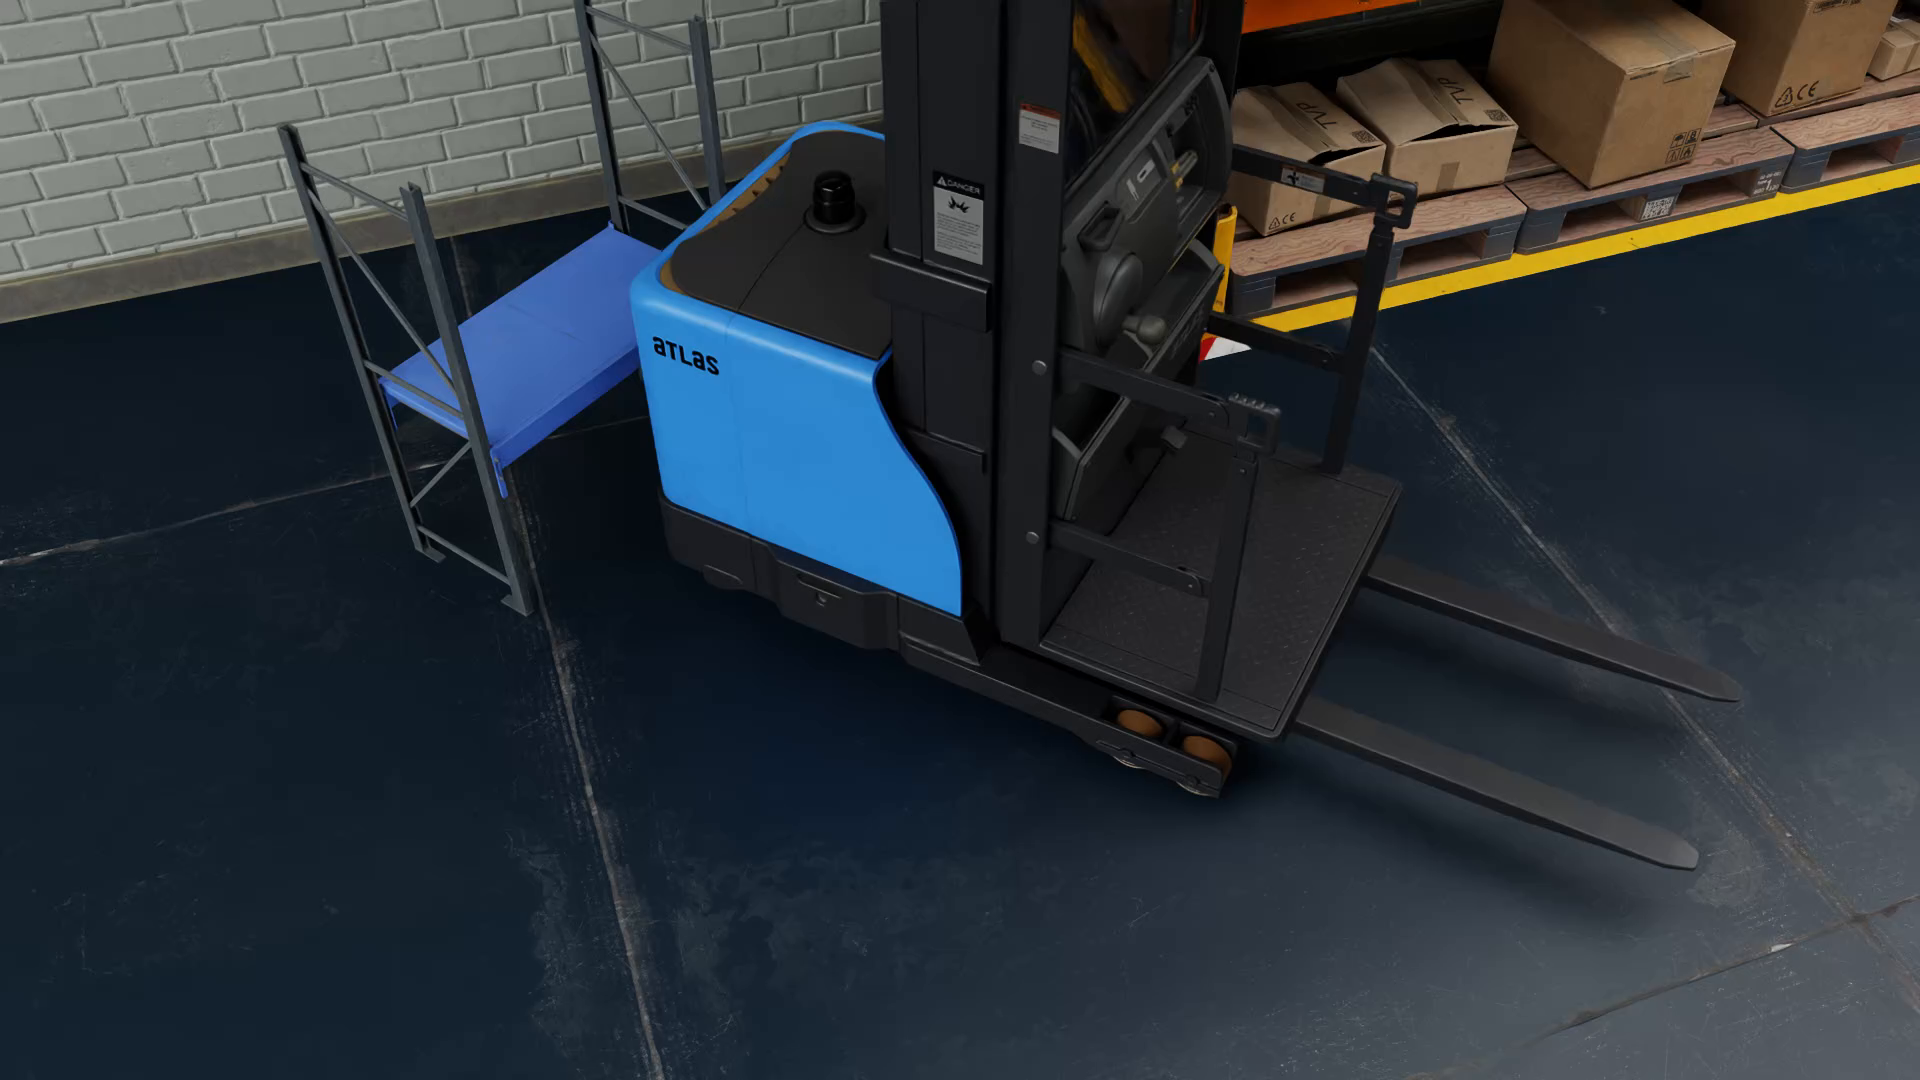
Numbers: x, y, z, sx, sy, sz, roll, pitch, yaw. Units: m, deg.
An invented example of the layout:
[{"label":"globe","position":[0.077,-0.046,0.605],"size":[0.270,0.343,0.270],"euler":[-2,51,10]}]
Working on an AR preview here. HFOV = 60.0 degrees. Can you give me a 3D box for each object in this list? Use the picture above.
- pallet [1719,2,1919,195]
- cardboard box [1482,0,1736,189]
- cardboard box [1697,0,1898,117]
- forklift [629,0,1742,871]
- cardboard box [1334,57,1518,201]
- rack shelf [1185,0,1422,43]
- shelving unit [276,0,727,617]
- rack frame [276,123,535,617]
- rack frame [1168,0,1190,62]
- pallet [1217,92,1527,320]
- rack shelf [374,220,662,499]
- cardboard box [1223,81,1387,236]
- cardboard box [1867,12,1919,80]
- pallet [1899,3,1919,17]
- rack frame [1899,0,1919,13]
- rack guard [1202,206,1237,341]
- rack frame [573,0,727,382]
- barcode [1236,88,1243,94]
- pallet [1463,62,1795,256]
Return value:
[{"label":"pallet","position":[3.674,-1.922,7.017],"size":[1.213,0.211,1.003],"euler":[-14,47,-14]},{"label":"cardboard box","position":[2.456,-1.789,6.370],"size":[0.500,0.500,0.700],"euler":[-17,48,-16]},{"label":"cardboard box","position":[3.331,-2.088,6.668],"size":[0.500,0.500,0.500],"euler":[-18,48,-17]},{"label":"forklift","position":[0.642,-0.771,3.949],"size":[3.031,2.935,1.130],"euler":[21,49,19]},{"label":"cardboard box","position":[1.749,-1.579,6.294],"size":[0.500,0.311,0.500],"euler":[-11,46,-11]},{"label":"rack shelf","position":[2.412,-2.357,5.989],"size":[4.000,0.370,1.077],"euler":[-14,47,-14]},{"label":"shelving unit","position":[-1.203,-0.700,4.889],"size":[0.538,1.500,1.048],"euler":[27,51,24]},{"label":"rack frame","position":[-1.500,-0.408,4.597],"size":[0.500,1.500,0.032],"euler":[27,51,24]},{"label":"rack frame","position":[0.531,-2.130,5.255],"size":[0.127,3.000,1.000],"euler":[-14,47,-14]},{"label":"pallet","position":[1.379,-1.335,6.432],"size":[1.213,0.211,1.003],"euler":[-14,47,-14]},{"label":"rack shelf","position":[-1.203,-0.573,5.016],"size":[0.538,0.185,1.000],"euler":[27,51,24]},{"label":"cardboard box","position":[1.212,-1.442,6.157],"size":[0.500,0.311,0.500],"euler":[-19,48,-18]},{"label":"cardboard box","position":[3.800,-2.098,6.913],"size":[0.250,0.166,0.380],"euler":[-20,49,-19]},{"label":"pallet","position":[5.025,-2.295,7.389],"size":[1.213,0.211,1.003],"euler":[-14,47,-14]},{"label":"rack frame","position":[4.293,-3.092,6.213],"size":[0.127,3.000,1.000],"euler":[-14,47,-14]},{"label":"rack guard","position":[0.602,-1.265,6.158],"size":[0.348,0.500,1.175],"euler":[-14,47,-14]},{"label":"rack frame","position":[-0.906,-0.992,5.180],"size":[0.500,1.500,0.032],"euler":[27,51,24]},{"label":"barcode","position":[1.094,-1.716,6.424],"size":[0.075,0.075,0.001],"euler":[-14,47,-14]},{"label":"pallet","position":[2.524,-1.626,6.722],"size":[1.213,0.211,1.003],"euler":[-14,47,-14]}]
